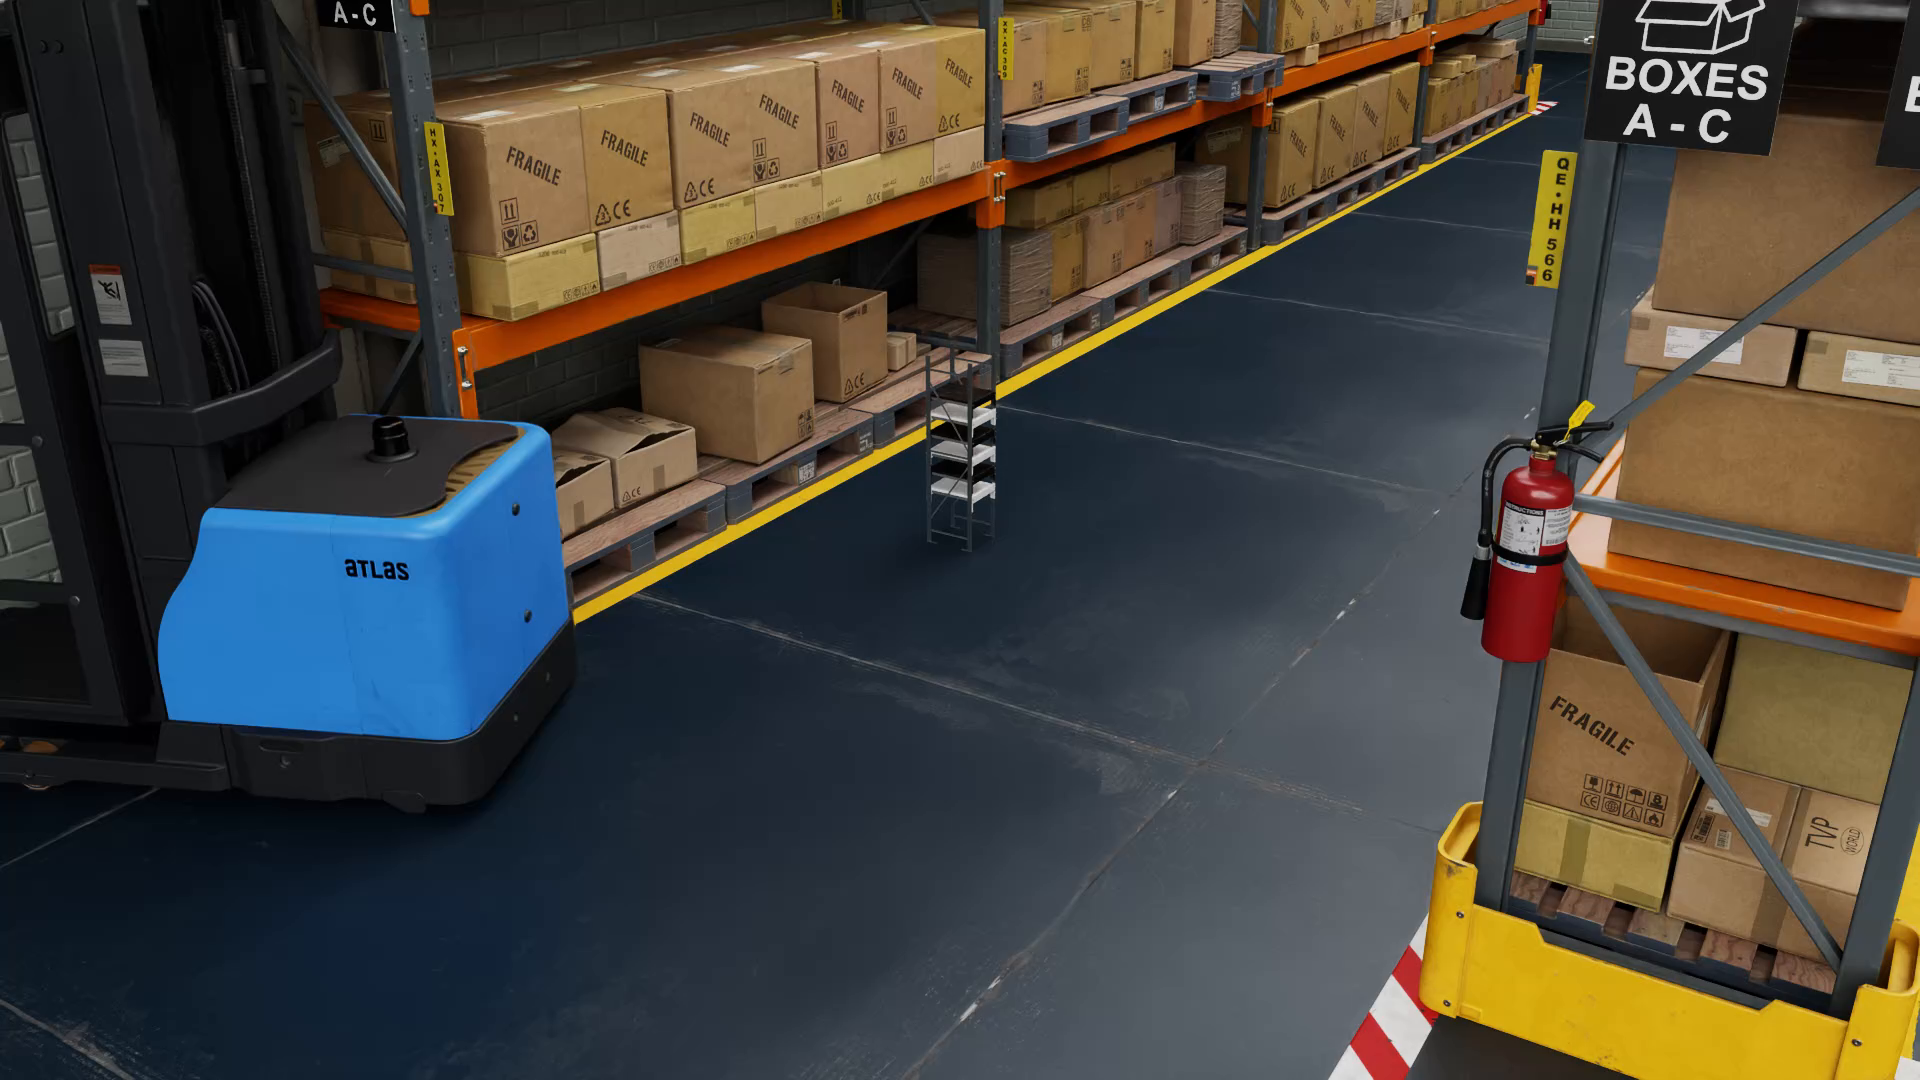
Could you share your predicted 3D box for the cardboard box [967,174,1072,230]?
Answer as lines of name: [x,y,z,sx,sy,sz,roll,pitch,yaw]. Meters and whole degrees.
cardboard box: [0.385,-2.194,10.692,0.500,0.250,0.500,13,27,28]

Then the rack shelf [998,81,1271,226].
rack shelf: [0.836,-2.739,11.207,1.077,0.370,4.000,14,27,29]

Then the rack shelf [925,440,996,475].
rack shelf: [0.004,-0.385,7.591,0.258,0.077,0.200,14,27,29]

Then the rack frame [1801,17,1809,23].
rack frame: [3.992,-1.357,7.110,1.000,3.000,0.127,14,27,29]

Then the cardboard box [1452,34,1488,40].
cardboard box: [5.723,-5.614,18.745,0.380,0.149,0.250,14,27,29]

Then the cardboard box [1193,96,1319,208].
cardboard box: [2.391,-3.171,13.477,0.750,0.750,0.750,13,27,28]

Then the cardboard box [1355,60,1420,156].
cardboard box: [3.769,-4.054,15.516,0.750,0.750,0.750,14,27,30]

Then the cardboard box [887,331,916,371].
cardboard box: [-0.475,-1.109,9.549,0.380,0.166,0.250,10,25,22]

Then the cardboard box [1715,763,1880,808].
cardboard box: [2.614,0.758,5.156,0.500,0.250,0.500,14,27,29]

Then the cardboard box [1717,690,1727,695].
cardboard box: [2.430,0.479,5.801,0.500,0.250,0.500,14,27,29]

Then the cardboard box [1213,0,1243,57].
cardboard box: [1.652,-3.831,12.145,0.700,0.500,0.500,11,26,23]

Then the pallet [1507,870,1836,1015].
pallet: [2.250,1.005,5.161,1.003,0.211,1.213,14,27,29]

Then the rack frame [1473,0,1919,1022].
rack frame: [1.882,-0.007,3.991,1.000,3.000,0.127,14,27,29]

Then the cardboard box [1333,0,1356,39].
cardboard box: [2.912,-4.388,13.585,0.500,0.500,0.500,14,27,29]

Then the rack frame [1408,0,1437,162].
rack frame: [4.001,-5.094,15.742,1.000,3.000,0.127,14,27,29]

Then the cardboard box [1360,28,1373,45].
cardboard box: [3.356,-4.395,14.418,0.380,0.149,0.250,13,27,28]

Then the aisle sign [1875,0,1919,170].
aisle sign: [2.107,-1.114,3.275,0.394,0.787,0.004,14,27,29]

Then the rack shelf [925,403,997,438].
rack shelf: [0.004,-0.550,7.519,0.258,0.077,0.200,14,27,29]

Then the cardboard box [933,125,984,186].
cardboard box: [-0.211,-2.111,9.014,0.500,0.250,0.500,14,27,29]

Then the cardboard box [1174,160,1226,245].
cardboard box: [1.556,-2.545,12.446,0.700,0.500,0.500,14,27,30]

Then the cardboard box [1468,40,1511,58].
cardboard box: [5.780,-5.362,18.163,0.380,0.149,0.250,15,27,30]

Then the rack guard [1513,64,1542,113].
rack guard: [6.124,-5.305,19.376,1.175,0.500,0.348,14,27,29]

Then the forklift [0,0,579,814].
forklift: [-3.026,-0.684,5.640,3.031,2.935,1.130,3,24,8]

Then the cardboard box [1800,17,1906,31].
cardboard box: [3.233,-1.508,5.698,0.700,0.500,0.500,14,27,29]

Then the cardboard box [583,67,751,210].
cardboard box: [-1.274,-1.764,7.270,0.500,0.500,0.500,13,27,27]

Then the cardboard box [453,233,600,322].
cardboard box: [-1.801,-1.083,6.639,0.500,0.250,0.500,13,27,27]

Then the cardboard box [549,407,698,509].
cardboard box: [-1.586,-0.419,7.773,0.500,0.311,0.500,16,28,33]

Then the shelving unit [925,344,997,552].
shelving unit: [0.004,-0.416,7.578,0.258,0.900,0.210,14,27,29]

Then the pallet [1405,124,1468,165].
pallet: [4.469,-4.055,16.851,1.003,0.211,1.213,14,27,29]

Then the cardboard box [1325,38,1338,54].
cardboard box: [2.917,-4.141,13.830,0.380,0.149,0.250,14,27,30]

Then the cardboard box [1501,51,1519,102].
cardboard box: [5.827,-5.233,18.679,0.700,0.500,0.500,14,27,29]

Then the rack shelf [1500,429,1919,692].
rack shelf: [2.937,-0.352,5.693,1.077,0.370,4.000,14,27,29]

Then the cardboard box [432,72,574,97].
cardboard box: [-1.987,-1.700,7.121,0.500,0.500,0.500,14,27,30]

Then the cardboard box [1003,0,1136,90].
cardboard box: [0.701,-3.222,10.738,0.700,0.500,0.500,18,29,36]

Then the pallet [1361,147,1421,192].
pallet: [3.658,-3.538,15.658,1.003,0.211,1.213,14,27,29]

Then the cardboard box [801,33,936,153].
cardboard box: [-0.464,-2.285,8.471,0.500,0.500,0.500,14,27,29]

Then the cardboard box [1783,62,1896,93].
cardboard box: [2.440,-1.000,4.525,0.700,0.500,0.500,13,27,28]

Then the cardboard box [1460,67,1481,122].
cardboard box: [5.023,-4.712,17.478,0.700,0.500,0.500,15,27,30]

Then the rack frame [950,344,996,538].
rack frame: [0.058,-0.450,7.657,0.240,0.900,0.006,14,27,29]

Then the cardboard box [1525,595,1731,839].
cardboard box: [1.912,0.474,4.867,0.500,0.500,0.500,14,27,29]

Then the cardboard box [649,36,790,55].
cardboard box: [-1.188,-2.223,8.329,0.500,0.500,0.500,15,27,30]

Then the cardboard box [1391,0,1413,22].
cardboard box: [3.711,-4.903,14.774,0.500,0.500,0.500,14,27,29]

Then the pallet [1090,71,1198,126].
pallet: [0.882,-2.979,11.098,1.003,0.211,1.213,14,27,29]

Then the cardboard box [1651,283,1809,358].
cardboard box: [2.058,-0.608,4.437,0.380,0.149,0.250,15,27,30]

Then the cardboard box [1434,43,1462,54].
cardboard box: [5.191,-5.273,17.956,0.380,0.149,0.250,14,27,30]

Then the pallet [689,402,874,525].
pallet: [-1.186,-0.467,8.563,1.003,0.211,1.213,14,27,29]

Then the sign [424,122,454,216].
sign: [-1.867,-1.328,5.952,0.100,0.325,0.005,14,27,29]

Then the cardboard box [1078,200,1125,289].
cardboard box: [0.689,-2.049,11.301,0.700,0.500,0.500,14,27,30]

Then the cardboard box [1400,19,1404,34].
cardboard box: [3.776,-4.647,14.999,0.380,0.149,0.250,15,27,31]

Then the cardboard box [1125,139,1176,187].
cardboard box: [1.202,-2.710,11.883,0.500,0.250,0.500,14,27,30]

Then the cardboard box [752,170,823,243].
cardboard box: [-0.997,-1.602,7.838,0.500,0.250,0.500,14,27,29]

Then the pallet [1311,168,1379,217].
pallet: [3.016,-3.125,14.703,1.003,0.211,1.213,14,27,29]

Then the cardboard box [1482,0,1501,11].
cardboard box: [5.067,-5.904,17.236,0.980,0.700,0.700,12,26,26]

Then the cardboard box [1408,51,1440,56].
cardboard box: [4.786,-5.013,17.357,0.380,0.149,0.250,14,27,29]

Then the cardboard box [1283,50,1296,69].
cardboard box: [2.402,-3.784,13.006,0.380,0.149,0.250,14,27,30]
